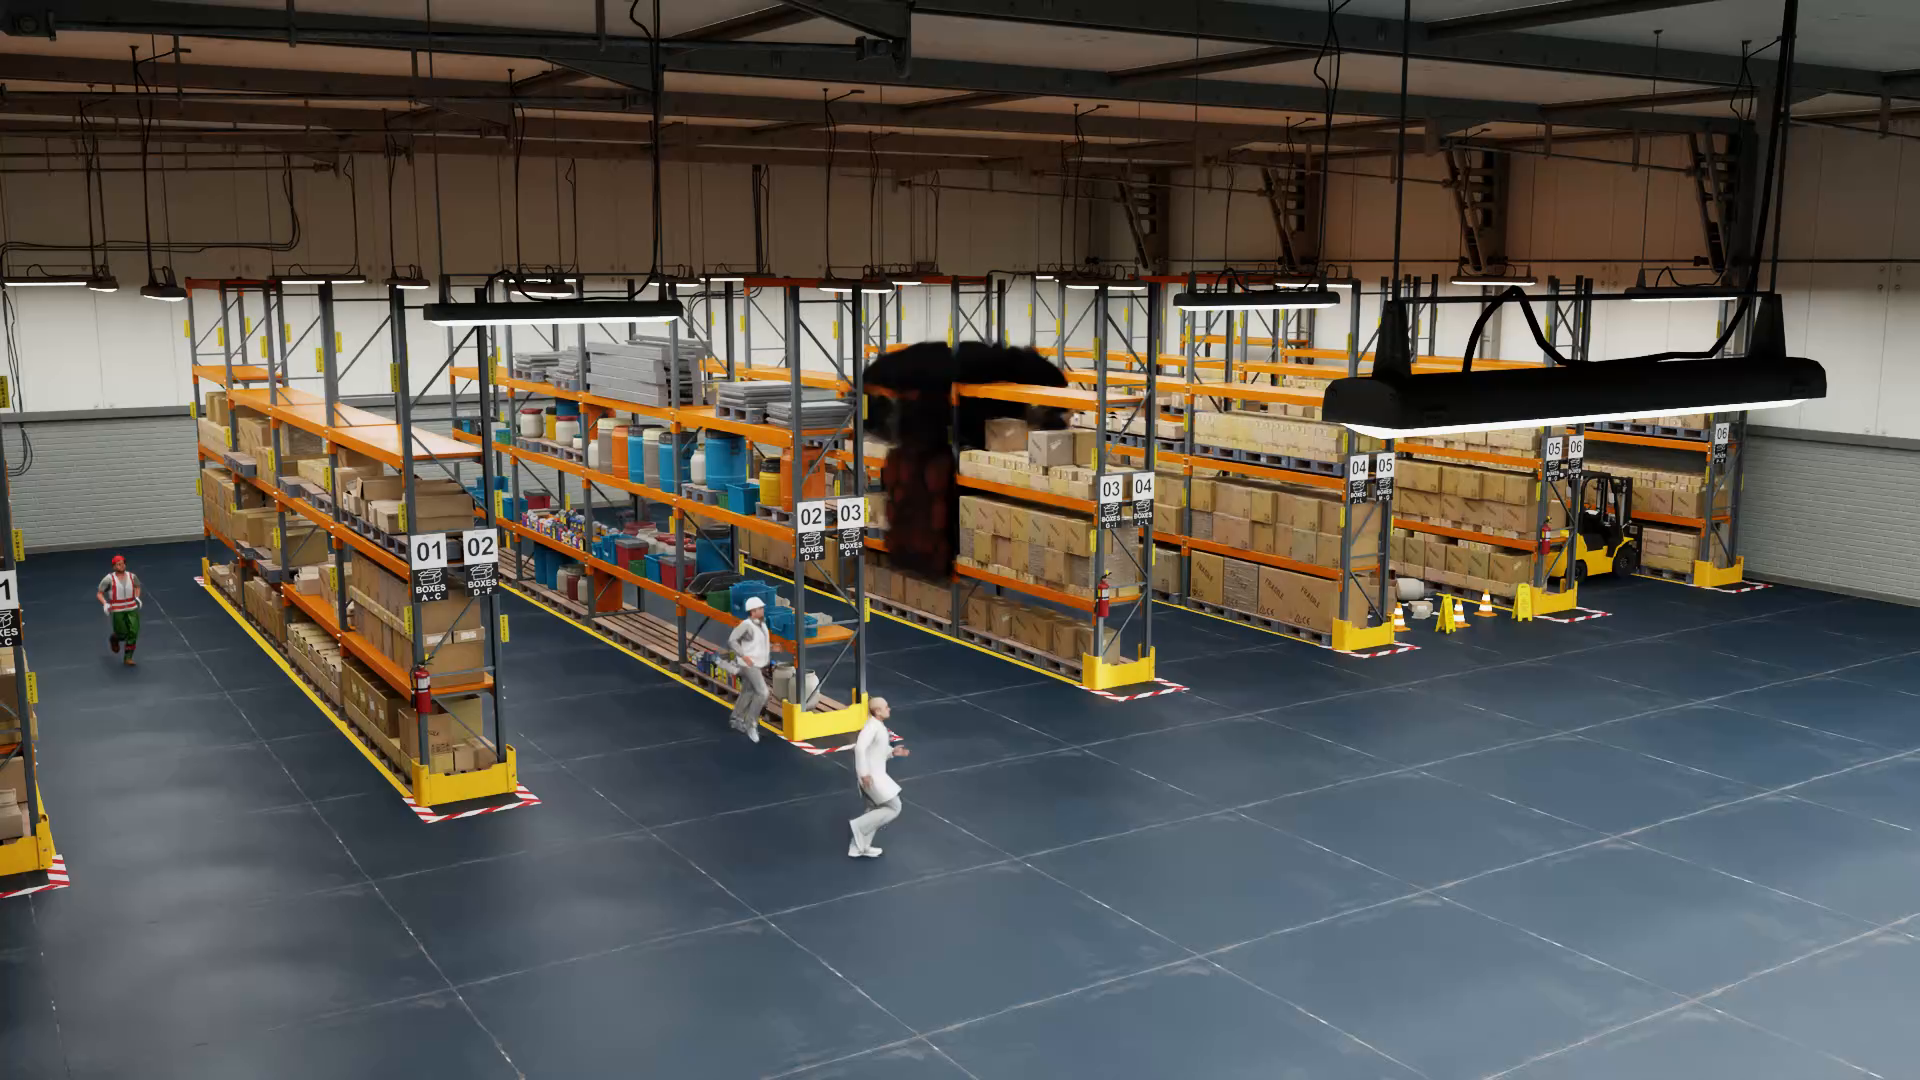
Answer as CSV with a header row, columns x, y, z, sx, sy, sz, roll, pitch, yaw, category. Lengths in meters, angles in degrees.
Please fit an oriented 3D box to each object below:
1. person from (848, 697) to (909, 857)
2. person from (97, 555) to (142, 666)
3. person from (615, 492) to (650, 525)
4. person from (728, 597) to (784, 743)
x,y,z,sx,sy,sz,roll,pitch,yaw,category
-0.869,2.532,17.742,0.673,1.729,0.703,-1,10,-7,person
-13.243,1.099,26.287,0.632,1.743,0.658,9,13,43,person
-7.617,-0.986,38.945,0.919,1.712,0.665,-3,10,-16,person
-2.637,1.650,21.420,0.718,1.843,0.644,3,10,15,person
